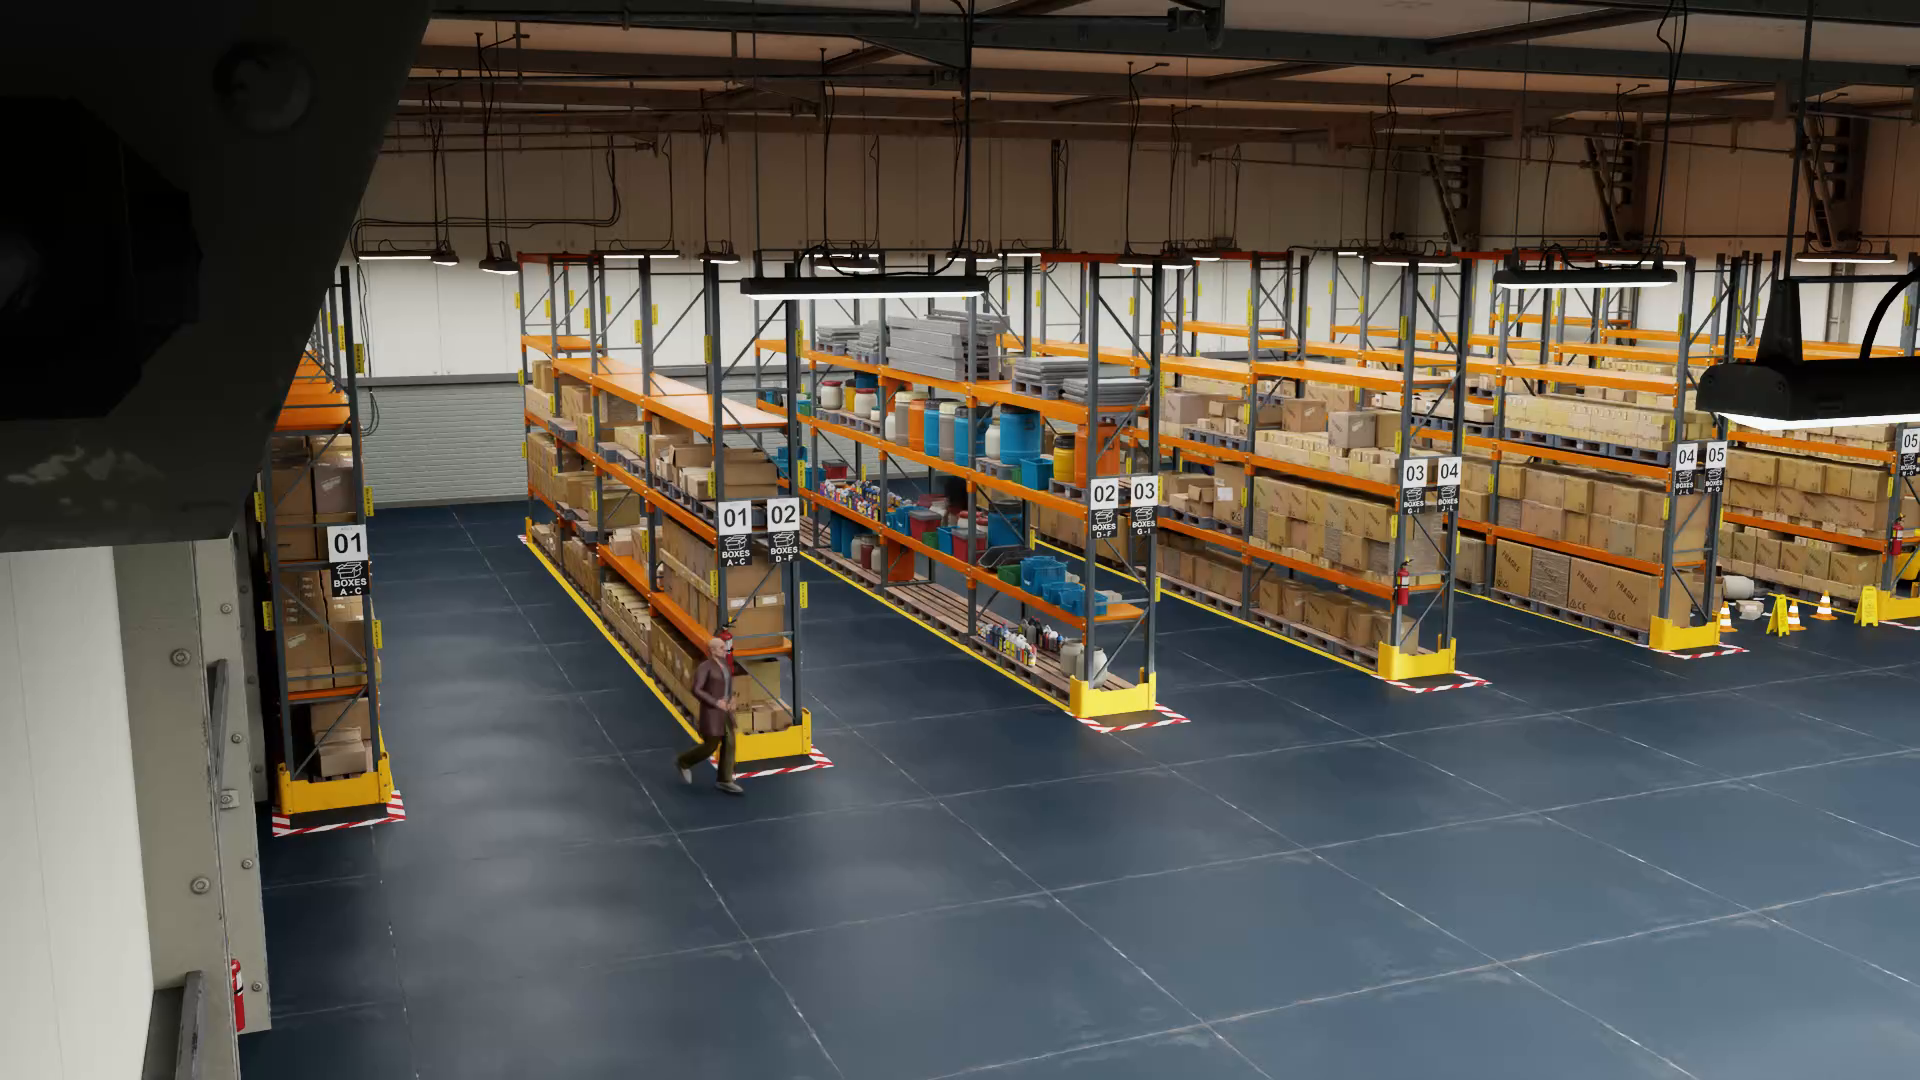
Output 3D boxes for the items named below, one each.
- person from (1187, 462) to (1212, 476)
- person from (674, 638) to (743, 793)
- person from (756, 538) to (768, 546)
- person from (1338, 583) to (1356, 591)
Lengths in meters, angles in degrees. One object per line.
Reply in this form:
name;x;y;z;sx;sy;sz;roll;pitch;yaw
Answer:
person;6.107;-2.176;42.403;0.753;1.696;0.581;-7;12;-33
person;-2.859;1.994;19.279;0.907;1.761;0.762;4;11;23
person;-3.364;-0.023;29.215;0.704;1.610;0.796;-5;11;-24
person;7.025;0.147;29.765;0.512;1.570;0.636;-5;11;-24
